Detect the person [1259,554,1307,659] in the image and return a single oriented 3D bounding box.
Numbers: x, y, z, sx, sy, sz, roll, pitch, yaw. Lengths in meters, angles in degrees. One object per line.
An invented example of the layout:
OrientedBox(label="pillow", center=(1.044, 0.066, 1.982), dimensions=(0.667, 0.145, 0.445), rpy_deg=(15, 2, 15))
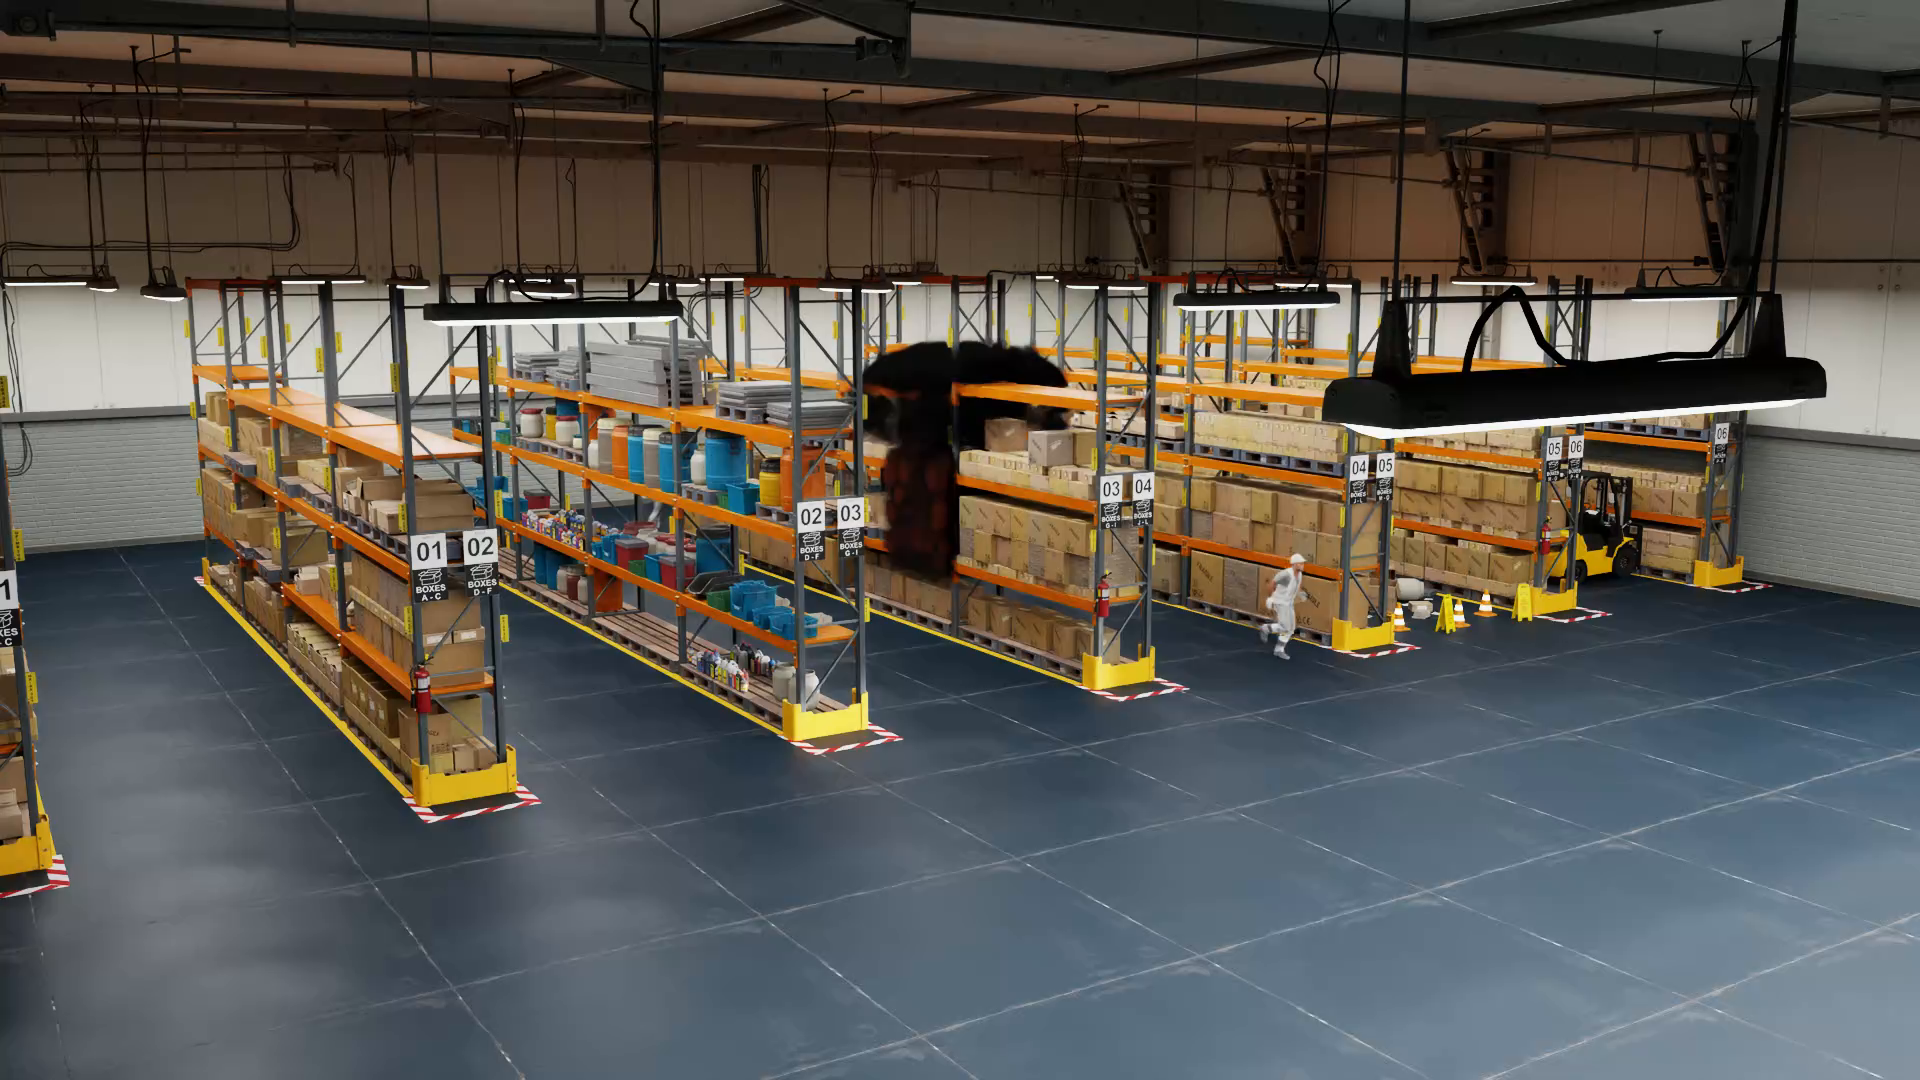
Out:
OrientedBox(label="person", center=(5.200, 1.047, 26.758), dimensions=(0.777, 1.712, 0.654), rpy_deg=(7, 12, 36))

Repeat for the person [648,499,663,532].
OrientedBox(label="person", center=(-7.022, -1.003, 38.806), dimensions=(0.633, 1.731, 0.863), rpy_deg=(5, 11, 29))
